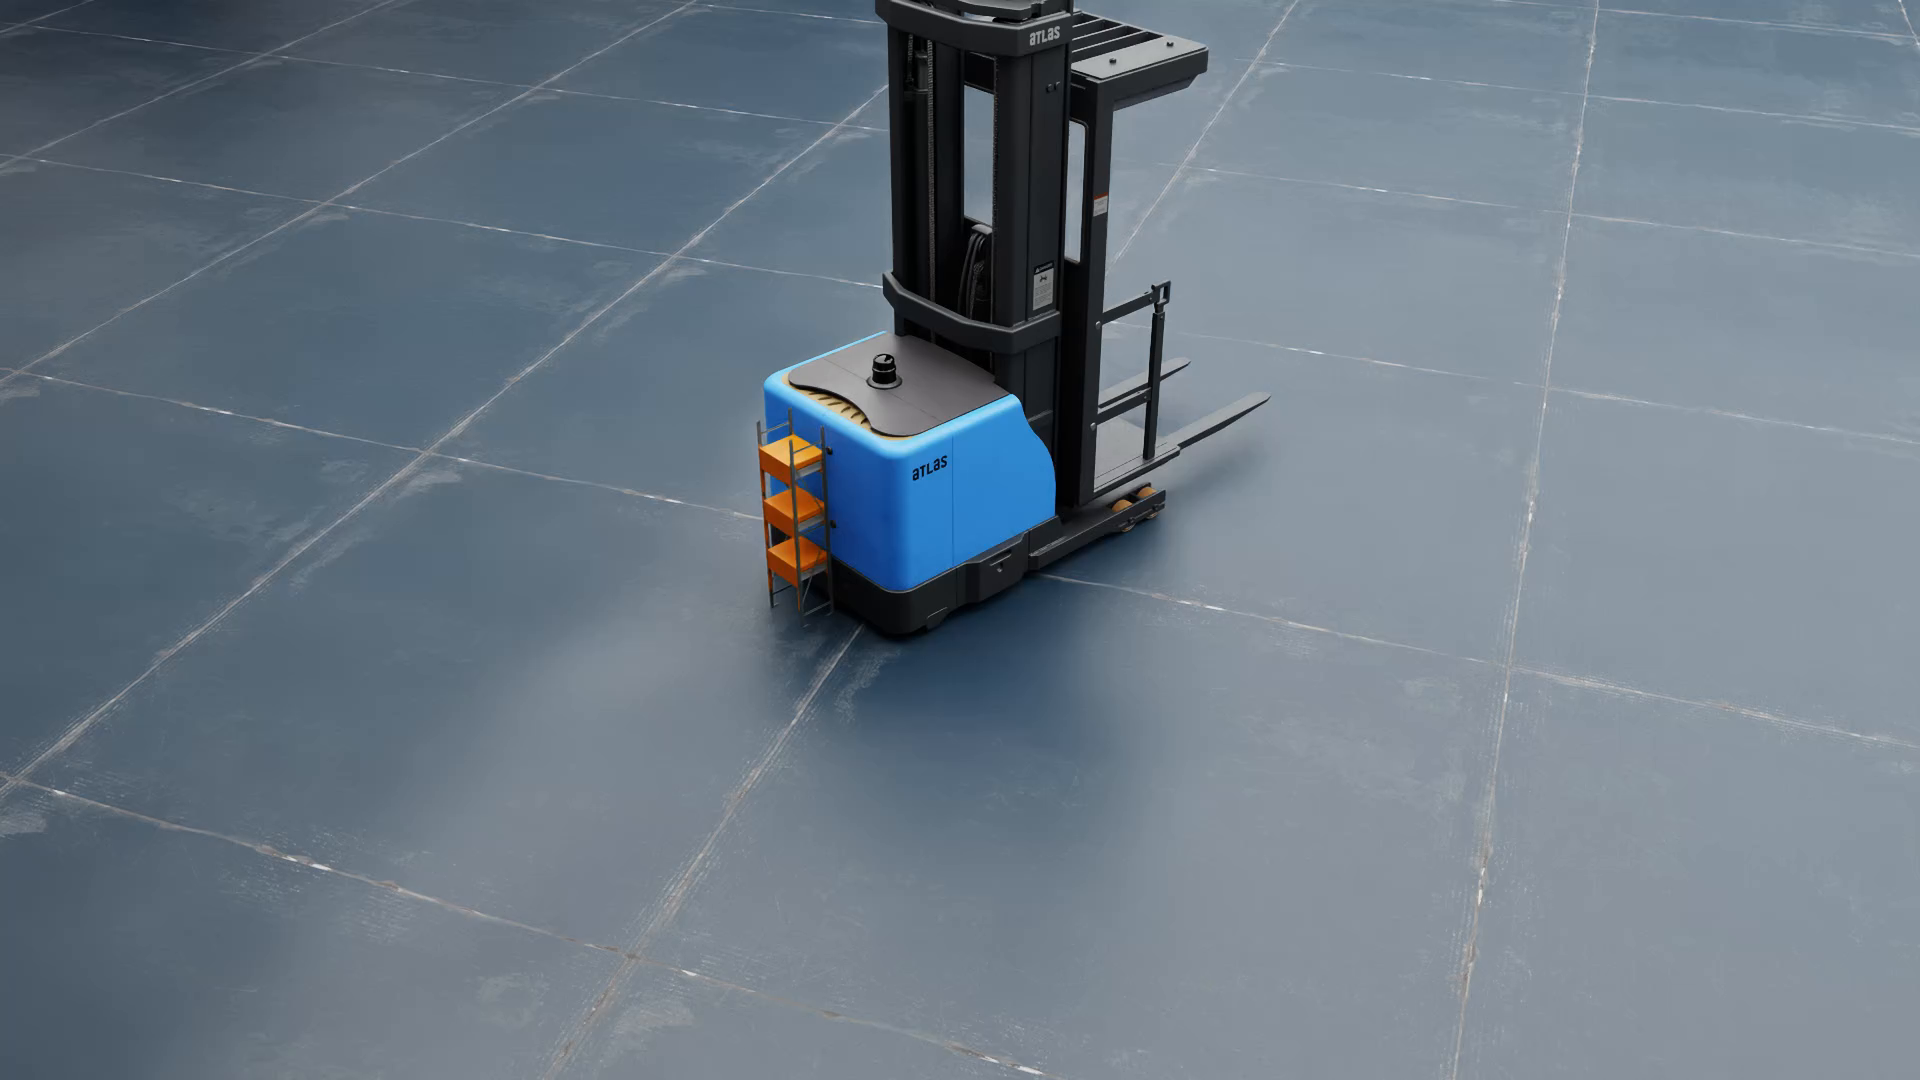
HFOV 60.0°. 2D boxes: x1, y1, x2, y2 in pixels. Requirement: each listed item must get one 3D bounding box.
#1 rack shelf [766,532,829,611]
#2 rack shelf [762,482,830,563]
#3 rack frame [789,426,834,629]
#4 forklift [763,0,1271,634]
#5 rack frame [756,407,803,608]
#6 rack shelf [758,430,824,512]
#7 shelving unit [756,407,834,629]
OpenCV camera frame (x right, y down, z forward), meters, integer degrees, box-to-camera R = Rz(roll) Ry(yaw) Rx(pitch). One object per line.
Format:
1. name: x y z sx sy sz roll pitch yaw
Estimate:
1. rack shelf: -0.780 0.149 8.084 0.215 0.259 0.240 -26 41 -35
2. rack shelf: -0.780 -0.085 7.933 0.215 0.259 0.240 -26 41 -35
3. rack frame: -0.698 -0.045 7.852 0.200 1.050 0.008 -26 41 -35
4. forklift: 0.465 -1.462 8.313 3.031 2.935 1.130 -26 41 -35
5. rack frame: -0.863 -0.143 8.003 0.200 1.050 0.008 -26 41 -35
6. rack shelf: -0.780 -0.323 7.779 0.215 0.259 0.240 -26 41 -35
7. shelving unit: -0.780 -0.094 7.927 0.215 1.050 0.252 -26 41 -35
